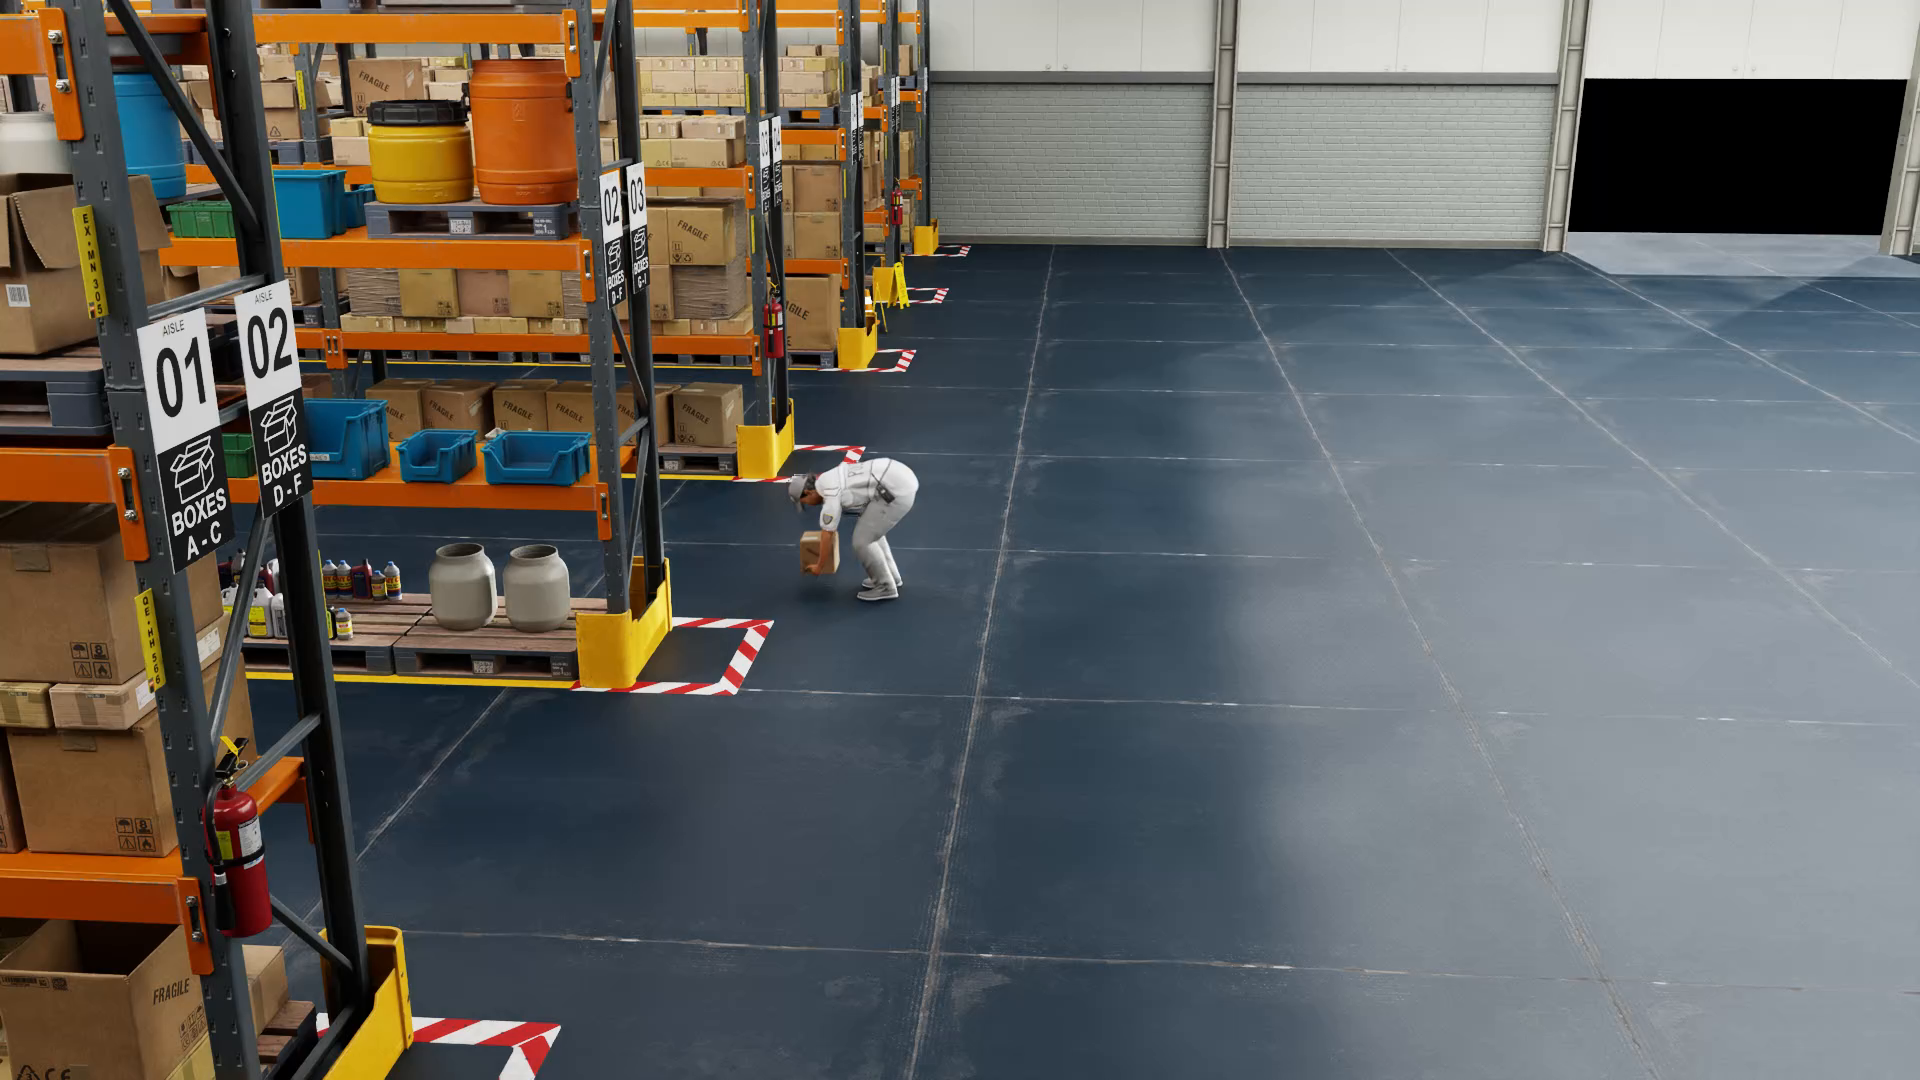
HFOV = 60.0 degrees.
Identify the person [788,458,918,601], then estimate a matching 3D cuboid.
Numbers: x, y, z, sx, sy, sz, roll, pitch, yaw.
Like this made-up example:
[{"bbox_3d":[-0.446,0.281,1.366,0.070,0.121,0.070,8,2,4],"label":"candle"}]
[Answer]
[{"bbox_3d":[-0.779,-0.091,12.212,0.950,1.014,0.495,1,18,2],"label":"person"}]
